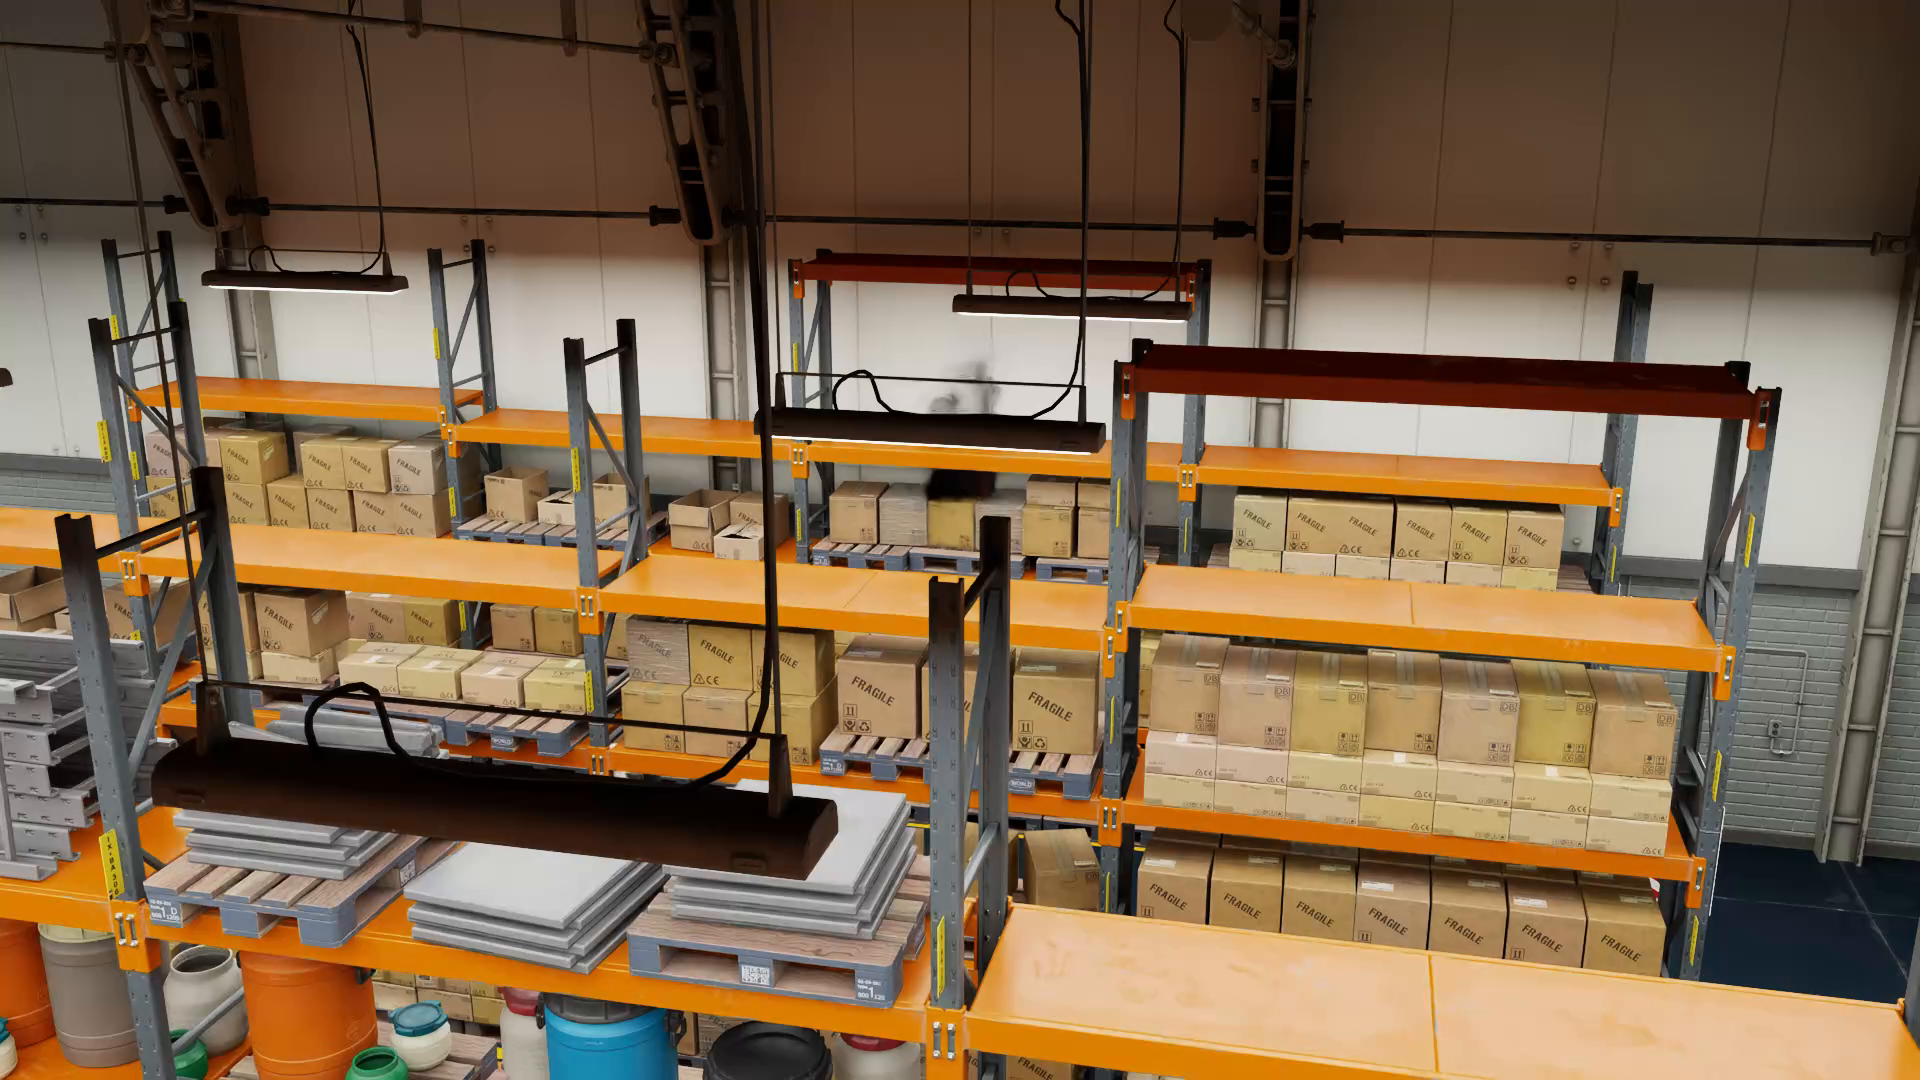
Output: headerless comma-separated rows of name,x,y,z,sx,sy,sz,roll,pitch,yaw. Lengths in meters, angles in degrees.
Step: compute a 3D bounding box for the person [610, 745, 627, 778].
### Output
person,-3.354,2.765,15.863,0.540,1.738,0.663,3,17,12
